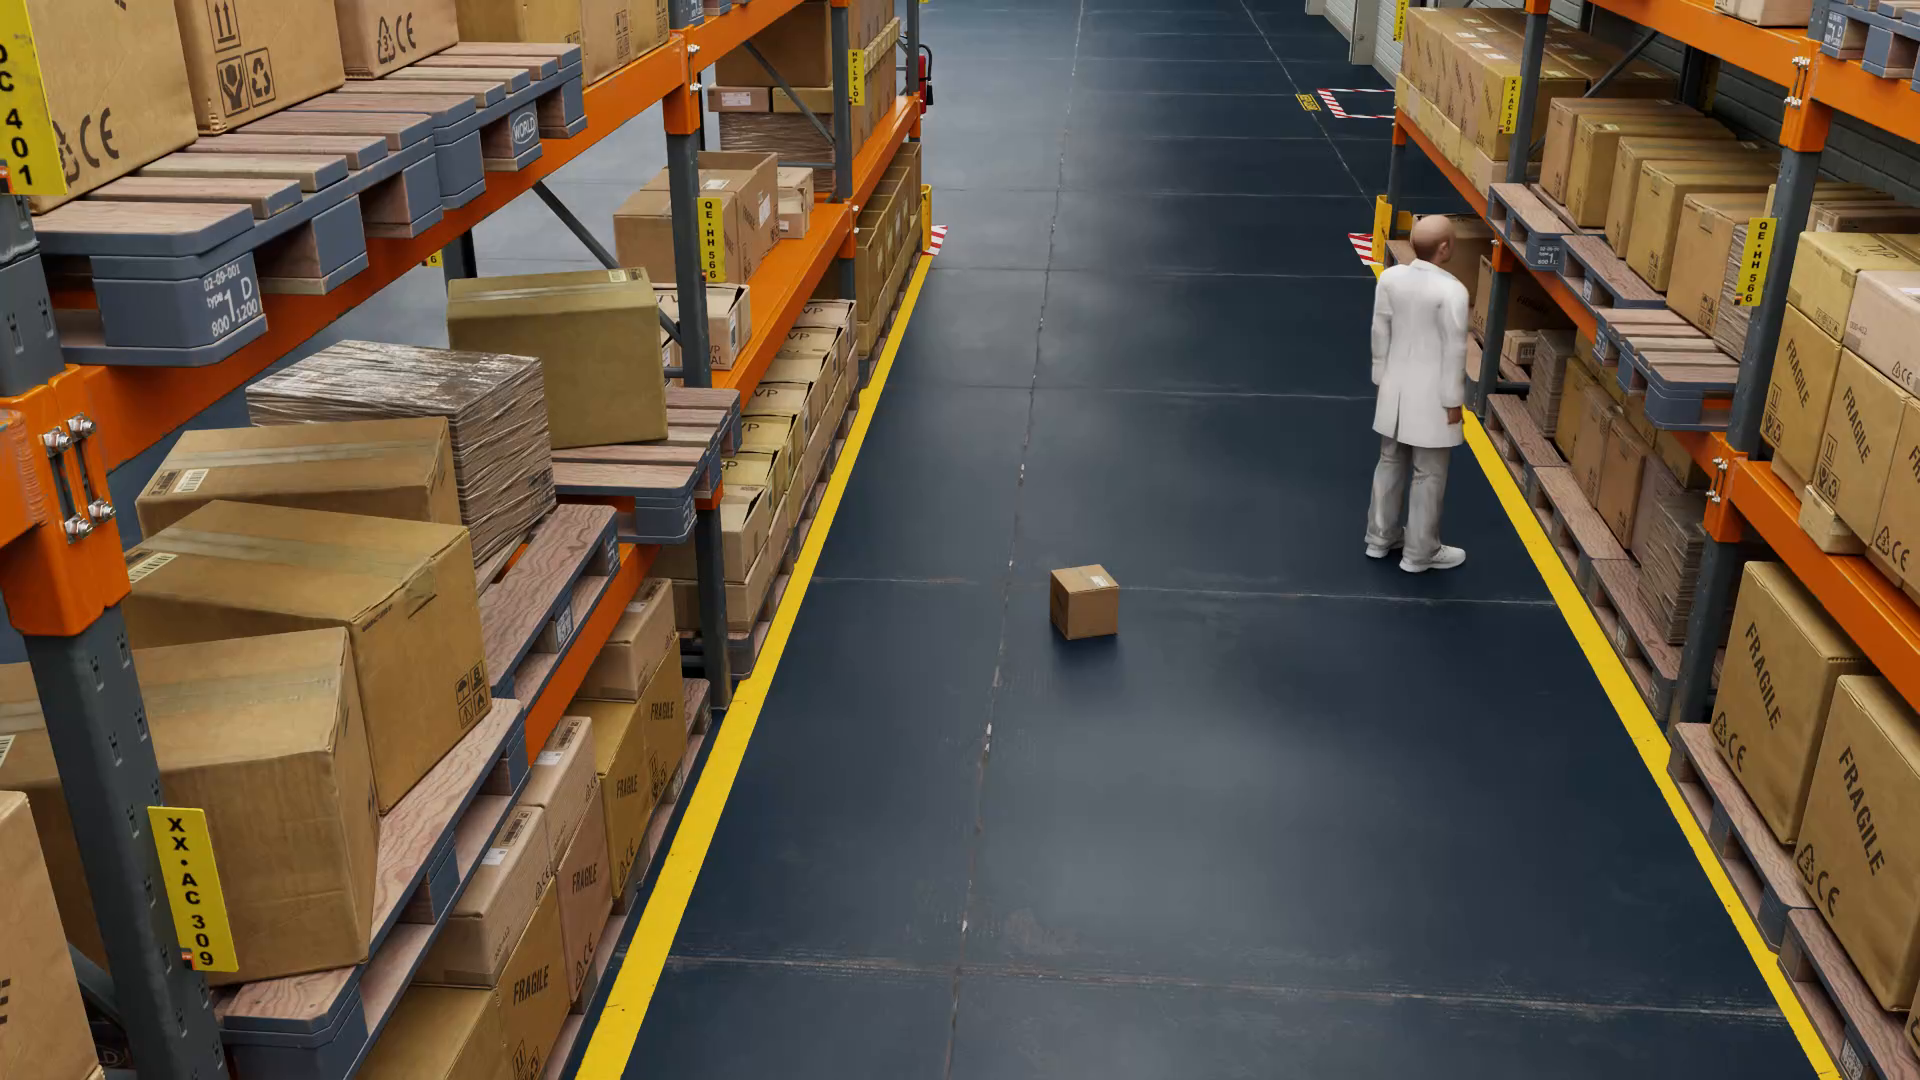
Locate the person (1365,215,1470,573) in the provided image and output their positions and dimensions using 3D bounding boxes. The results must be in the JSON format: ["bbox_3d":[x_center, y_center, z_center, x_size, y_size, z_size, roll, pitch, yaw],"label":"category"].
[{"bbox_3d":[2.299,-0.734,8.247,0.391,1.782,0.547,-17,29,-32],"label":"person"}]
